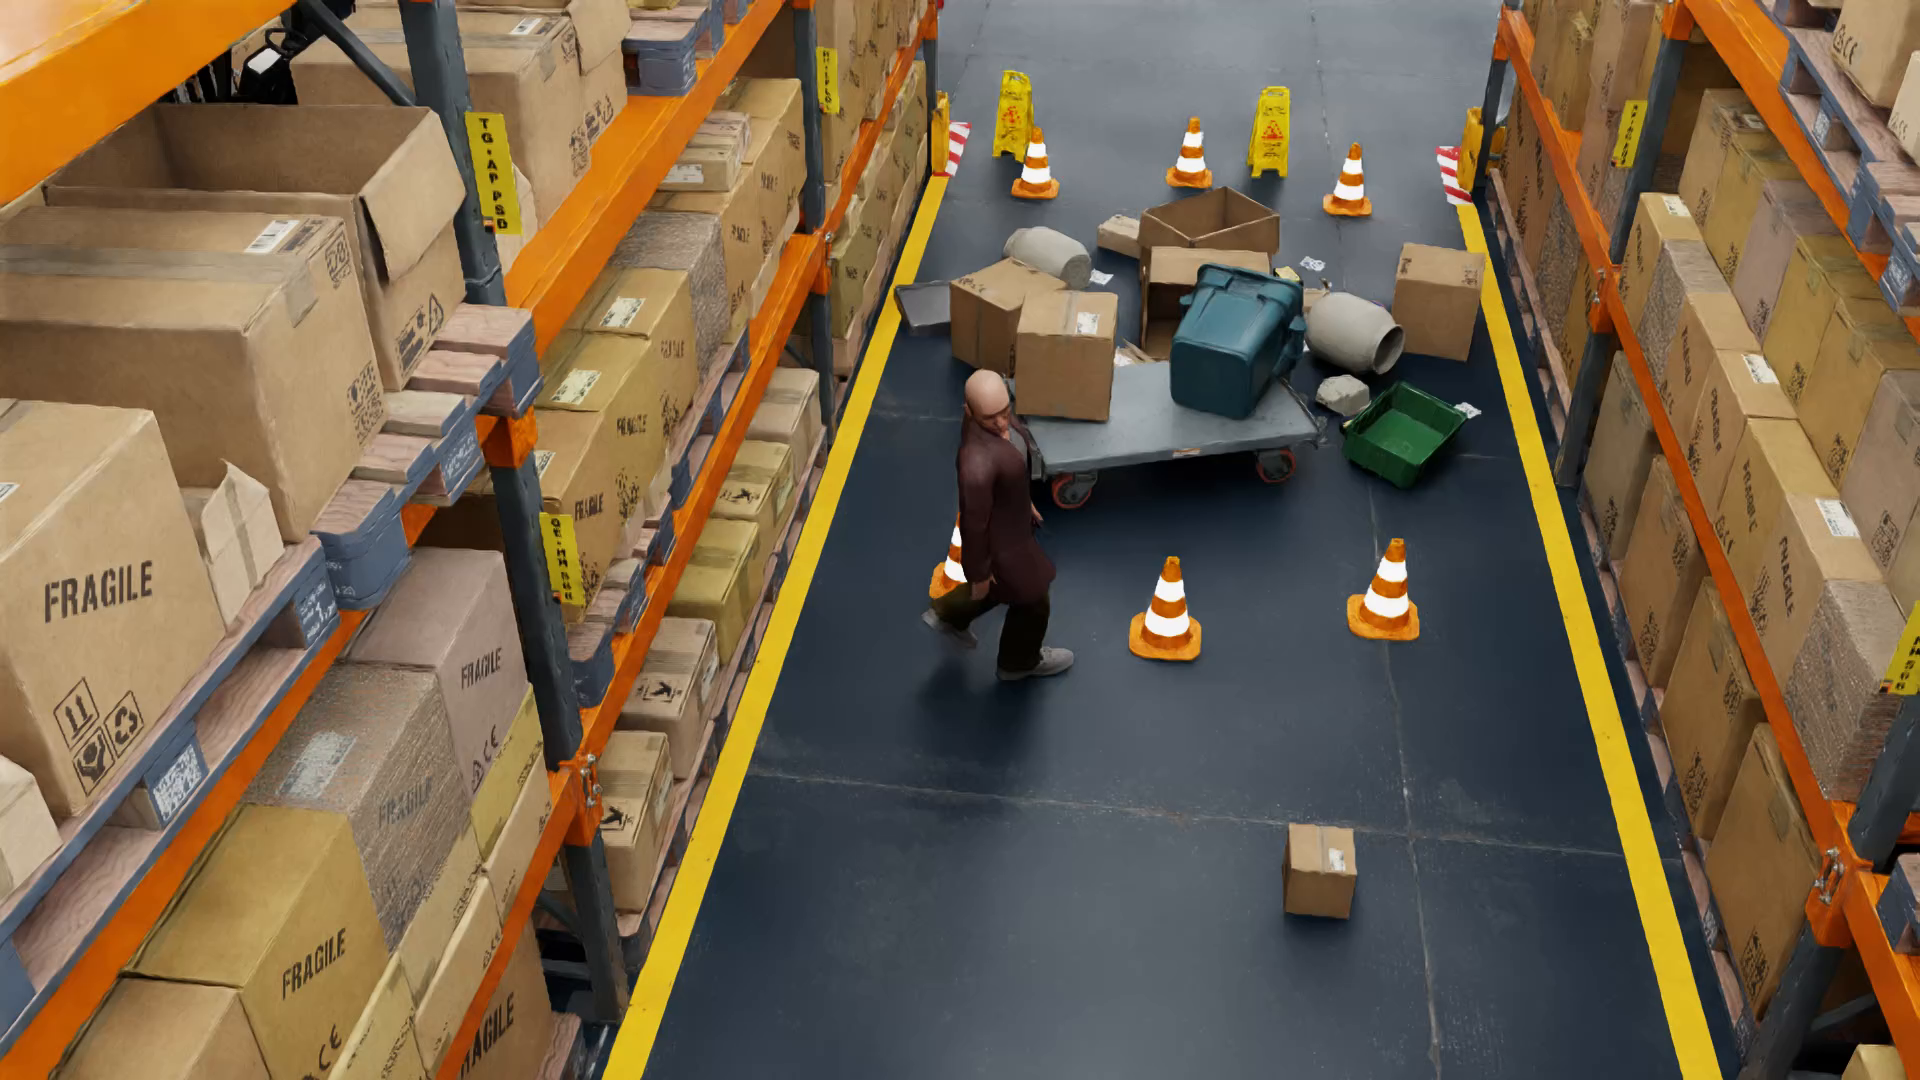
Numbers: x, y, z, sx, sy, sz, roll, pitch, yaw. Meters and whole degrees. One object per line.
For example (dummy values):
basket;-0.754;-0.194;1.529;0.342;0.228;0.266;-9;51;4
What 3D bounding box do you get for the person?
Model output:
person;0.173;-0.011;7.108;0.714;1.732;0.632;0;36;0
